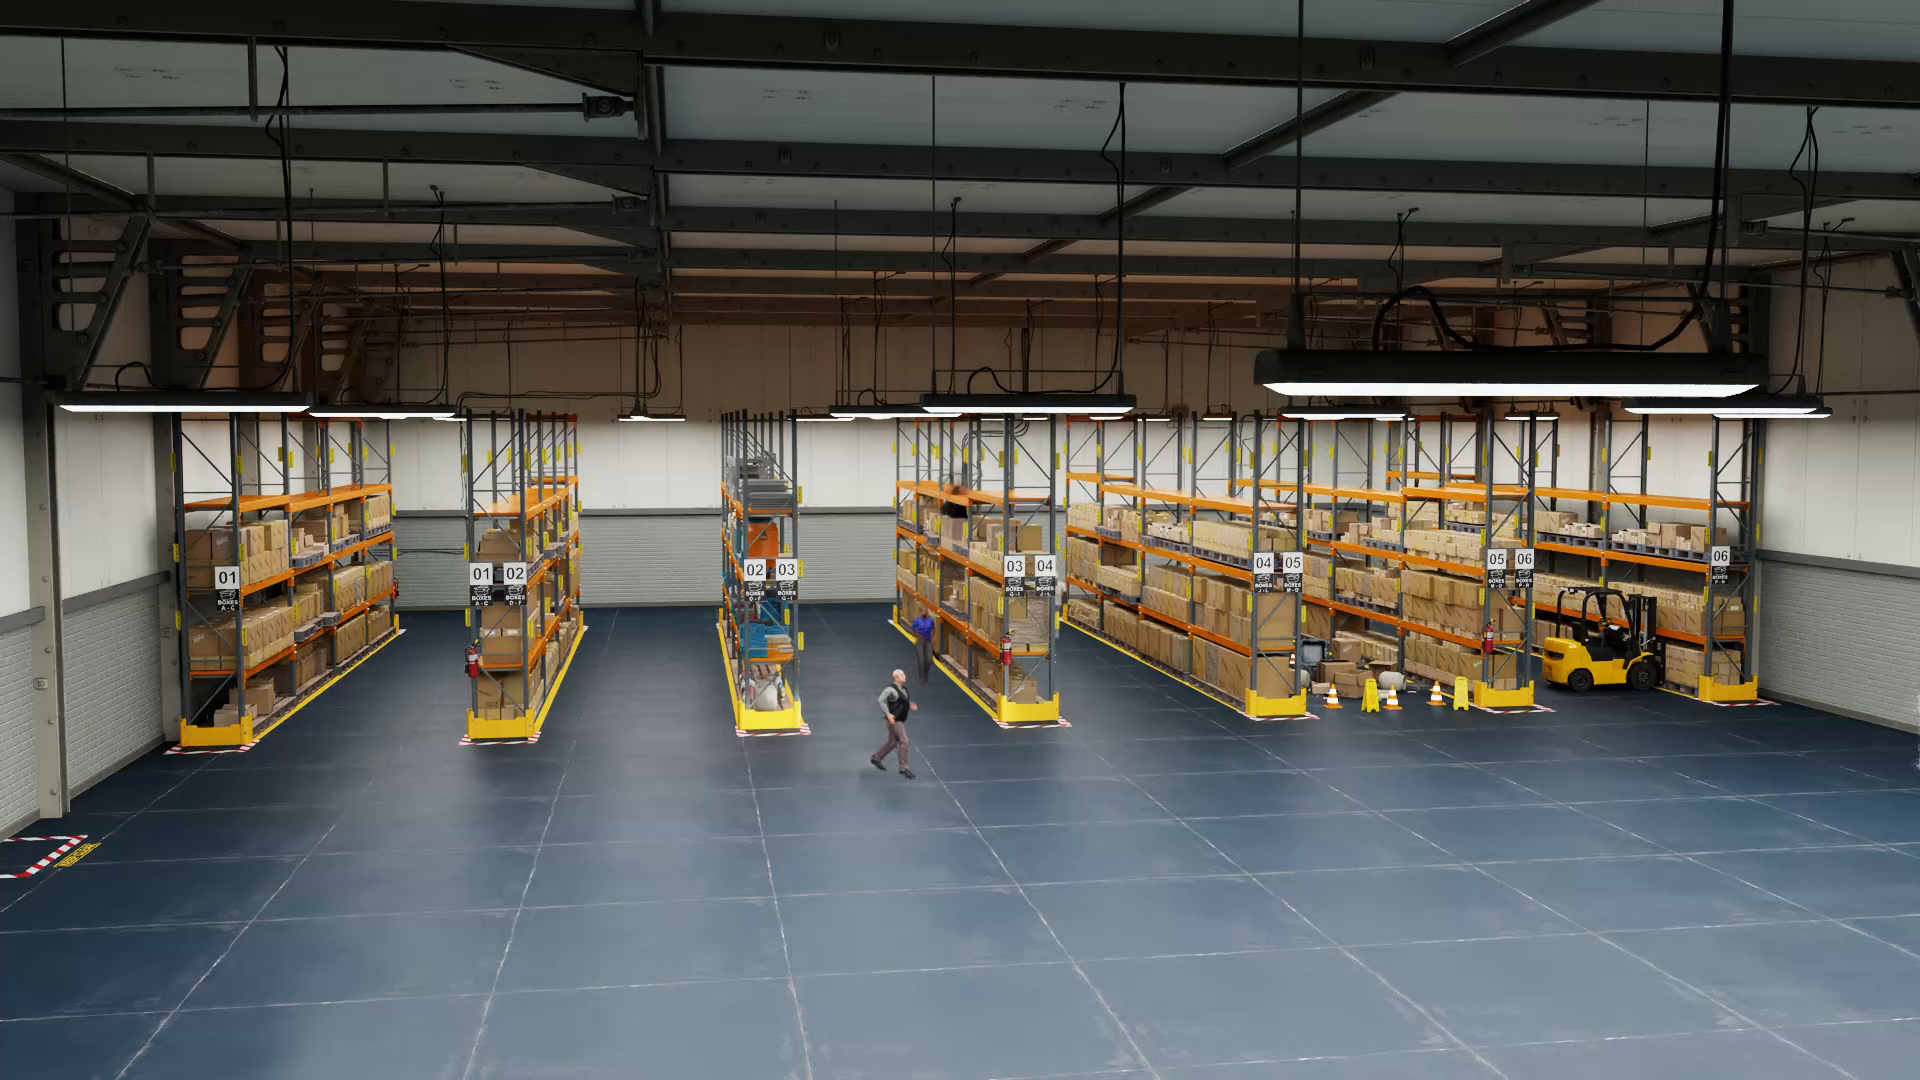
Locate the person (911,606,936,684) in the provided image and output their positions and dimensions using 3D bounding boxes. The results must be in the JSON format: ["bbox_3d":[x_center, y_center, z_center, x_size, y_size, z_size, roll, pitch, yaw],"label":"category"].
[{"bbox_3d":[-0.727,2.214,34.823,0.579,1.651,0.548,-1,4,-17],"label":"person"}]

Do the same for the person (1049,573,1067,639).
[{"bbox_3d":[2.524,1.746,44.750,0.700,1.753,1.097,-1,4,-12],"label":"person"}]

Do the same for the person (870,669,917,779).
[{"bbox_3d":[-1.079,2.970,27.048,0.837,1.755,0.656,1,4,17],"label":"person"}]
